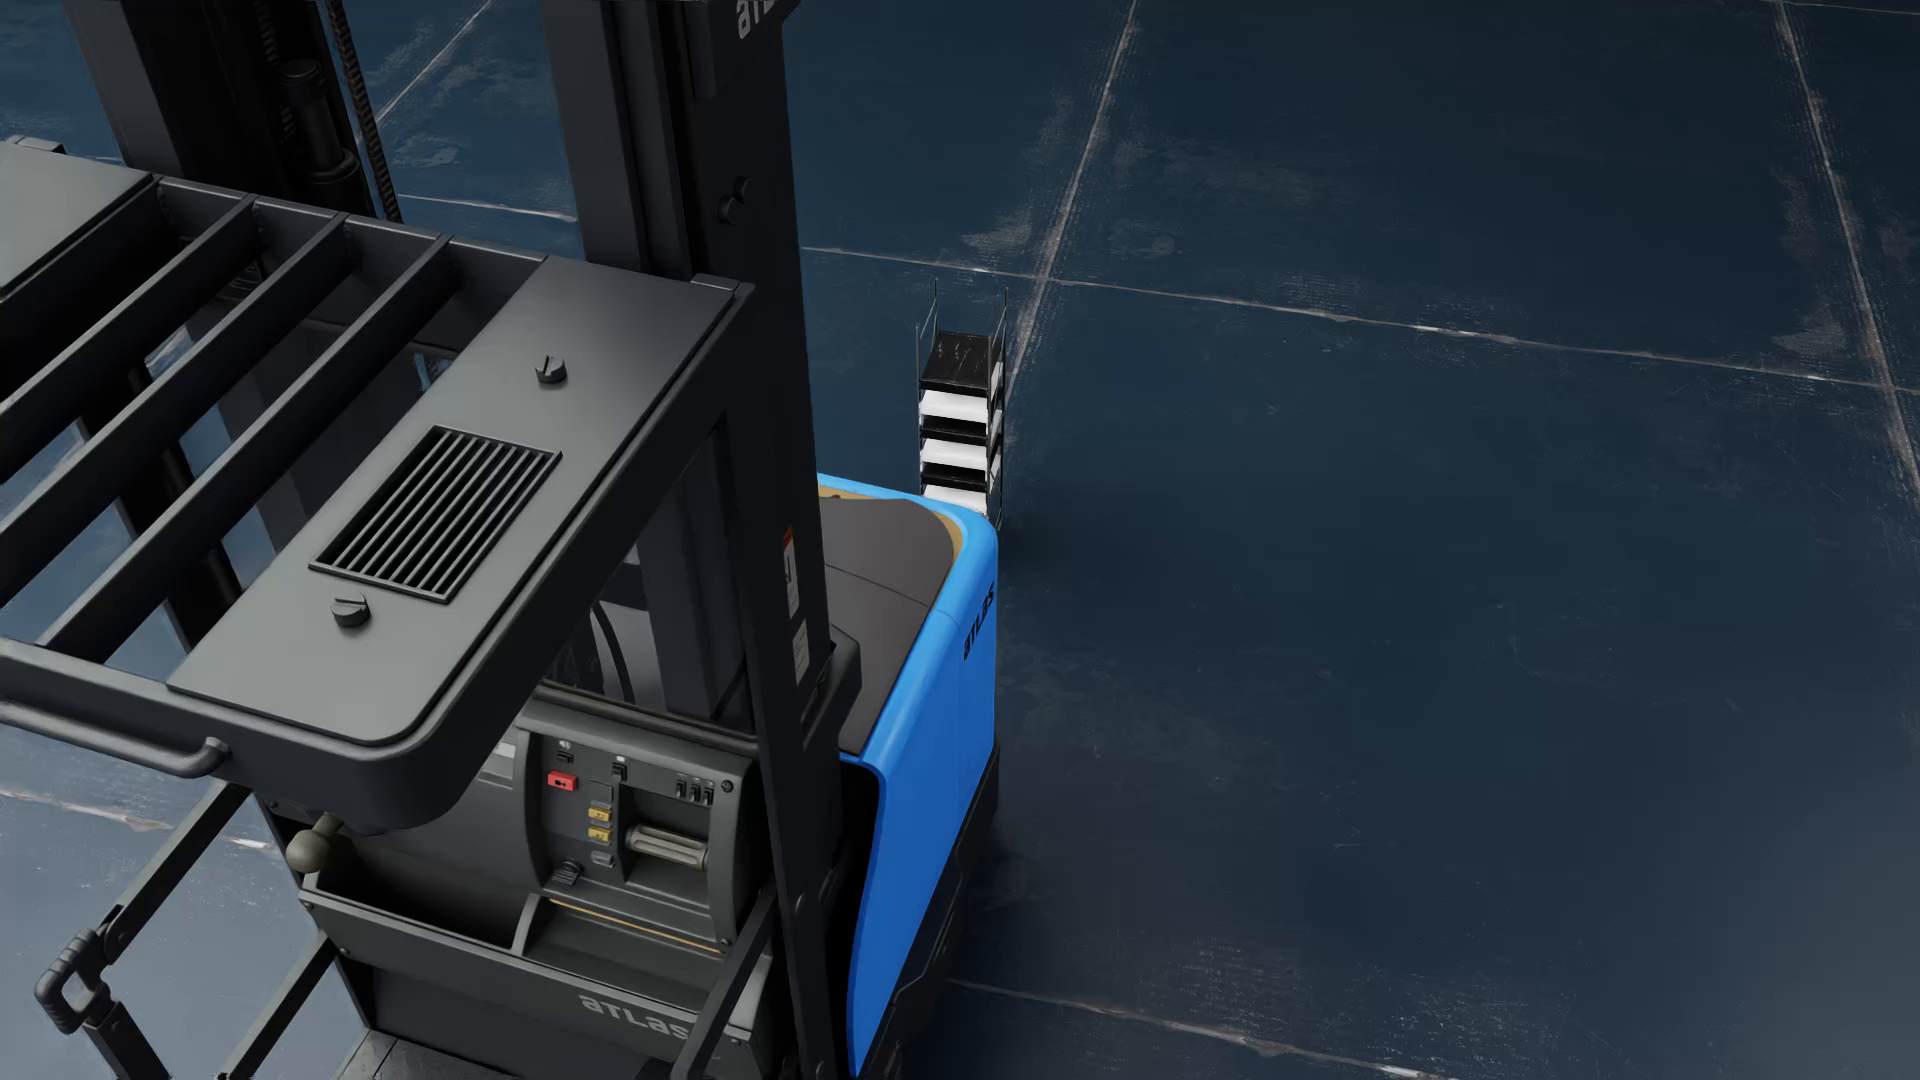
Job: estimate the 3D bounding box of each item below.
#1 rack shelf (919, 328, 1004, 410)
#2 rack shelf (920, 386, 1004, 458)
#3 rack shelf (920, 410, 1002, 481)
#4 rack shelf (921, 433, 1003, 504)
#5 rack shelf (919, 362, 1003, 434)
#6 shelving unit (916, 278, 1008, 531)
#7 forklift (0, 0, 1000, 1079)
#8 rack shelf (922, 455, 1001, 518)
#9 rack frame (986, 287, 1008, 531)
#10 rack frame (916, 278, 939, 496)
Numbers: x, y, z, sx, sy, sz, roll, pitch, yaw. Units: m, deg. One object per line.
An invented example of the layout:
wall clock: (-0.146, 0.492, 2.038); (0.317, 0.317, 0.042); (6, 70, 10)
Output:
rack shelf: (0.008, -0.493, 4.773); (0.200, 0.077, 0.258); (9, 45, 9)
rack shelf: (0.008, -0.364, 4.897); (0.200, 0.077, 0.258); (9, 45, 9)
rack shelf: (0.008, -0.299, 4.960); (0.200, 0.077, 0.258); (9, 45, 9)
rack shelf: (0.008, -0.234, 5.022); (0.200, 0.077, 0.258); (9, 45, 9)
rack shelf: (0.008, -0.429, 4.835); (0.200, 0.077, 0.258); (9, 45, 9)
shelving unit: (0.008, -0.323, 4.937); (0.210, 0.900, 0.258); (9, 45, 9)
forklift: (-0.853, 0.516, 2.600); (1.130, 2.935, 3.031); (13, 45, 13)
rack shelf: (0.008, -0.169, 5.085); (0.200, 0.077, 0.258); (9, 45, 9)
rack frame: (0.107, -0.308, 4.921); (0.006, 0.900, 0.240); (9, 45, 9)
rack frame: (-0.091, -0.338, 4.953); (0.006, 0.900, 0.240); (9, 45, 9)
